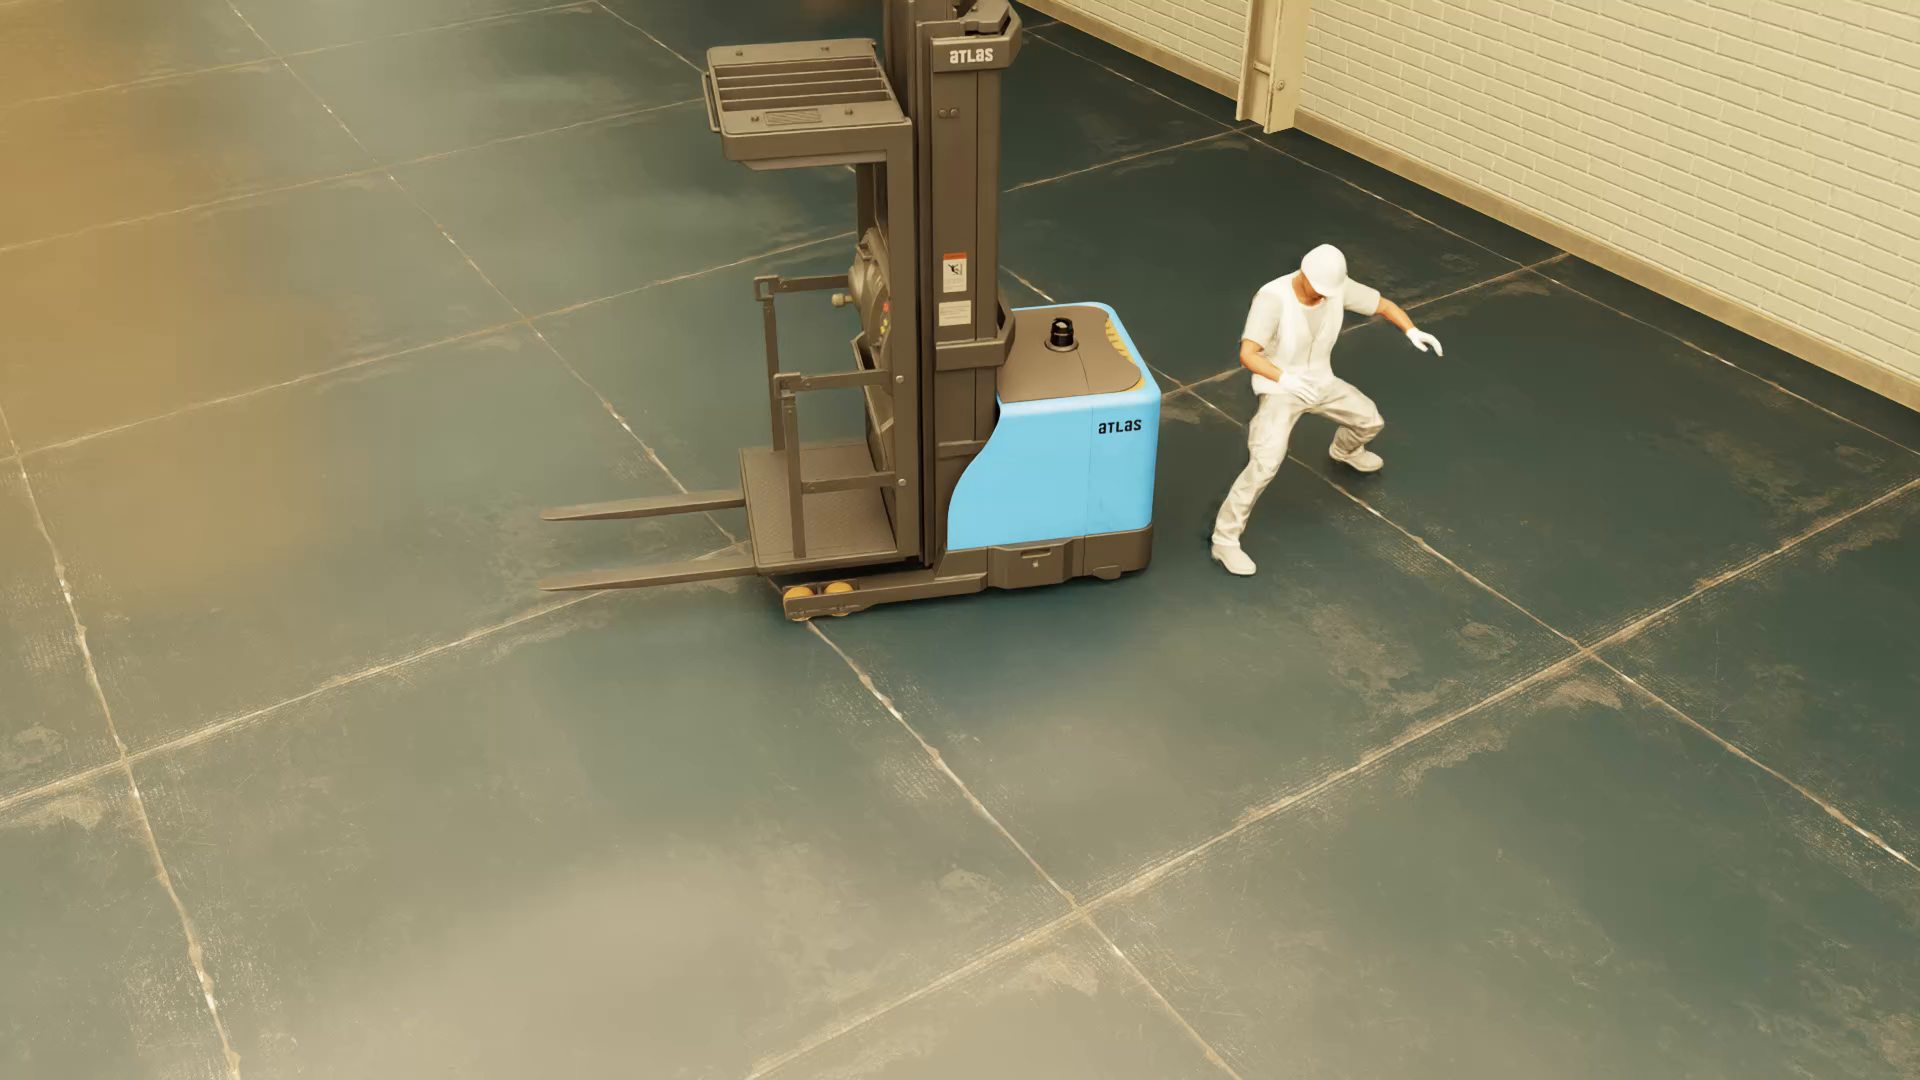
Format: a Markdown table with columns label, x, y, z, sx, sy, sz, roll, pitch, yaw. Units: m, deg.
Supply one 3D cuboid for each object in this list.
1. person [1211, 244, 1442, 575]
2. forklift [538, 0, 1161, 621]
| label | x | y | z | sx | sy | sz | roll | pitch | yaw |
| --- | --- | --- | --- | --- | --- | --- | --- | --- | --- |
| person | 1.828 | -0.763 | 8.433 | 1.296 | 1.551 | 0.757 | -15 | 38 | -20 |
| forklift | -0.599 | -1.134 | 7.761 | 3.031 | 2.935 | 1.130 | -6 | 36 | -9 |
